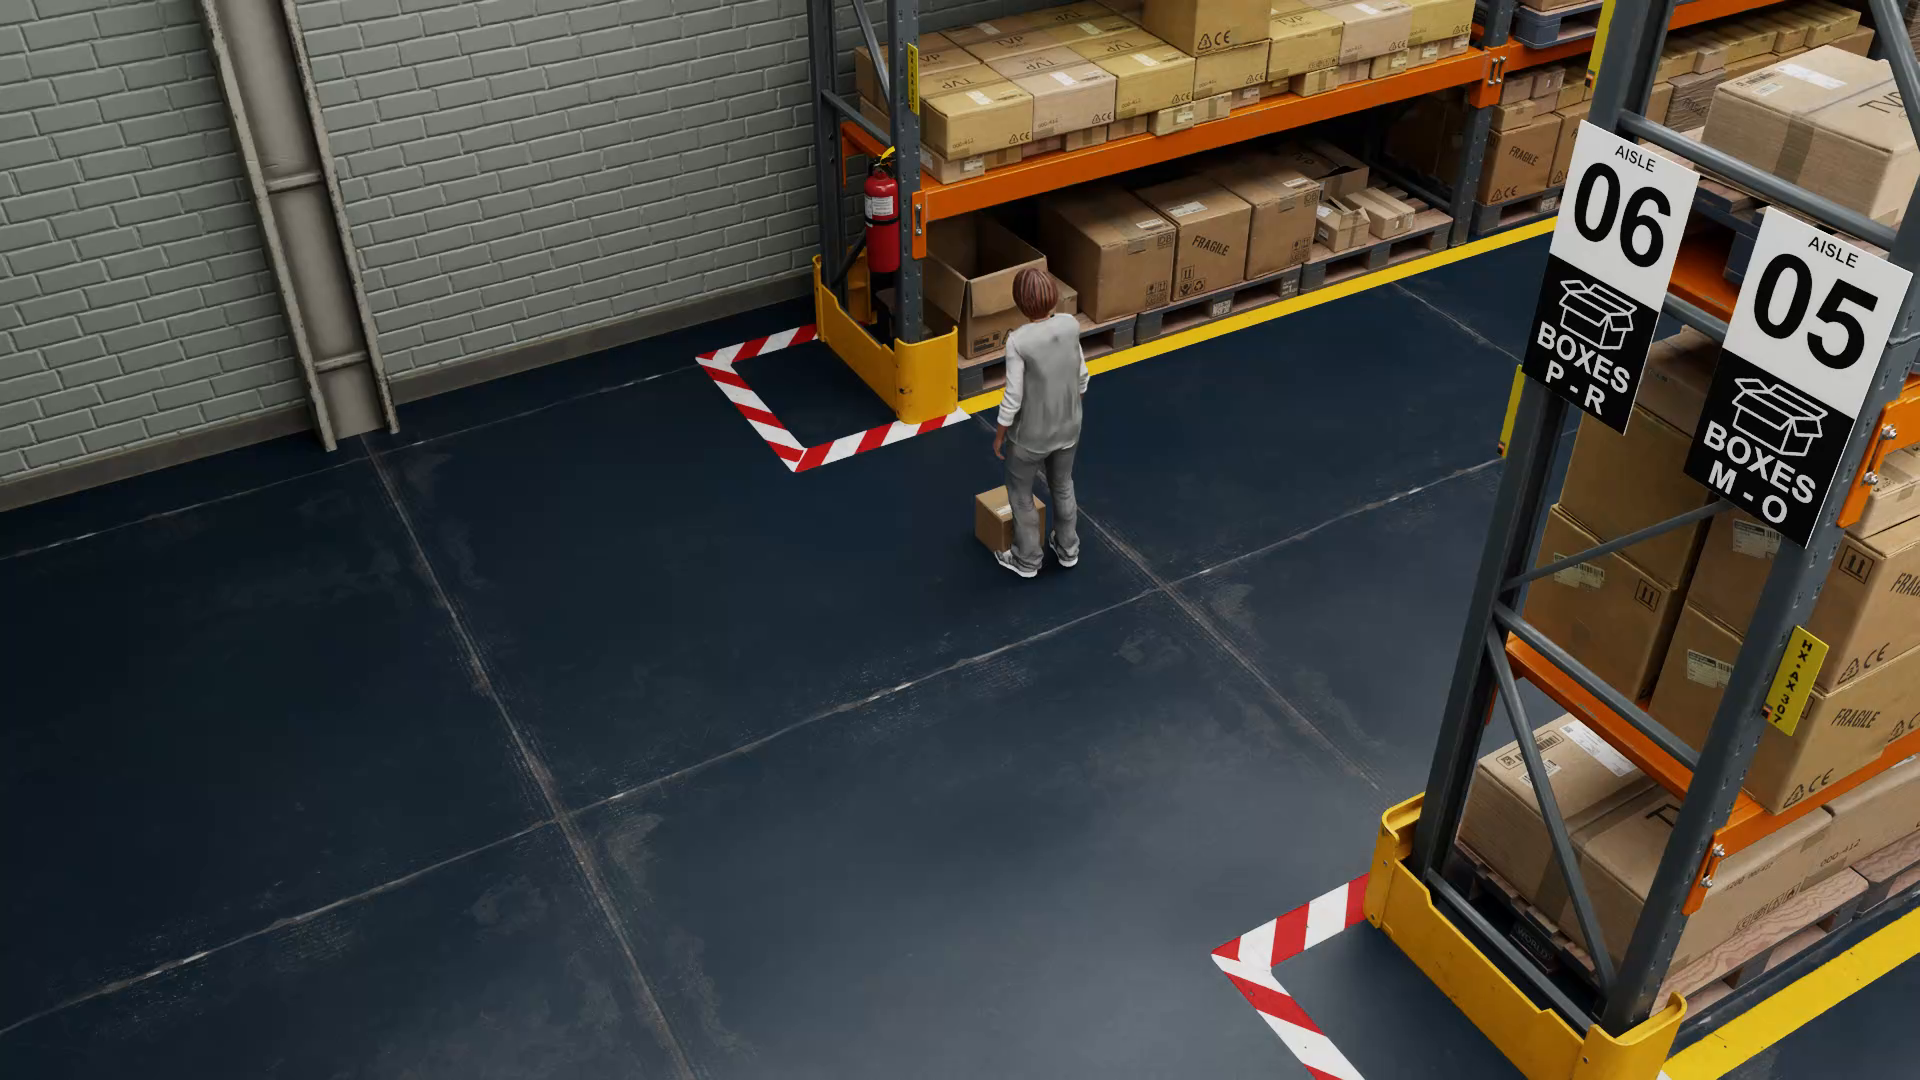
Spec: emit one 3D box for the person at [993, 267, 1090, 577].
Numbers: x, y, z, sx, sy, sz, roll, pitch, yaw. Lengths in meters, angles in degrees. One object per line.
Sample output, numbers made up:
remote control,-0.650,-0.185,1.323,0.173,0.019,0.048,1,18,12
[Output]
person,0.366,-0.509,7.601,0.478,1.593,0.367,-21,42,-25
